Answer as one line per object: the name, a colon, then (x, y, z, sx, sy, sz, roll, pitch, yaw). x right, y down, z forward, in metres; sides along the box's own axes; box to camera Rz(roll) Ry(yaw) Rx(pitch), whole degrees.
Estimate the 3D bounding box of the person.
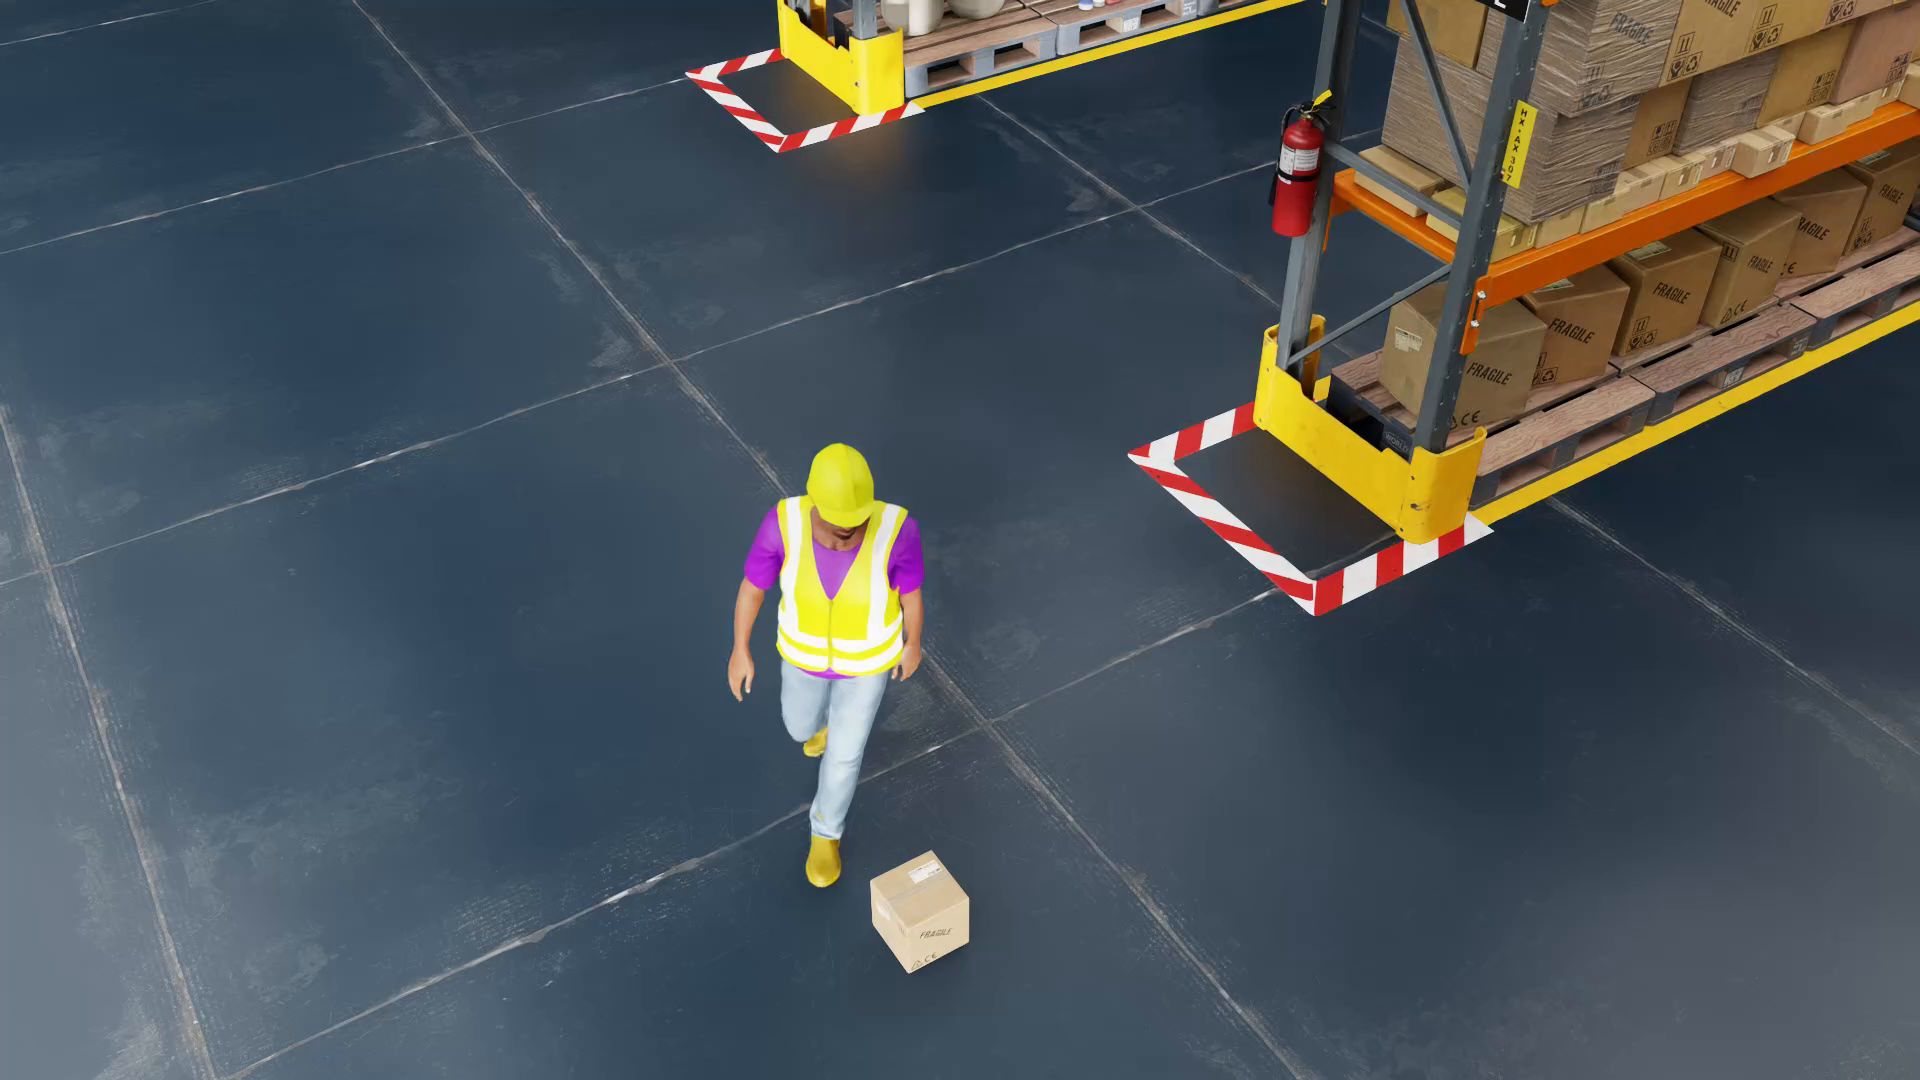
person: (-0.455, 0.355, 5.728, 0.654, 1.754, 0.822, 6, 41, 6)
